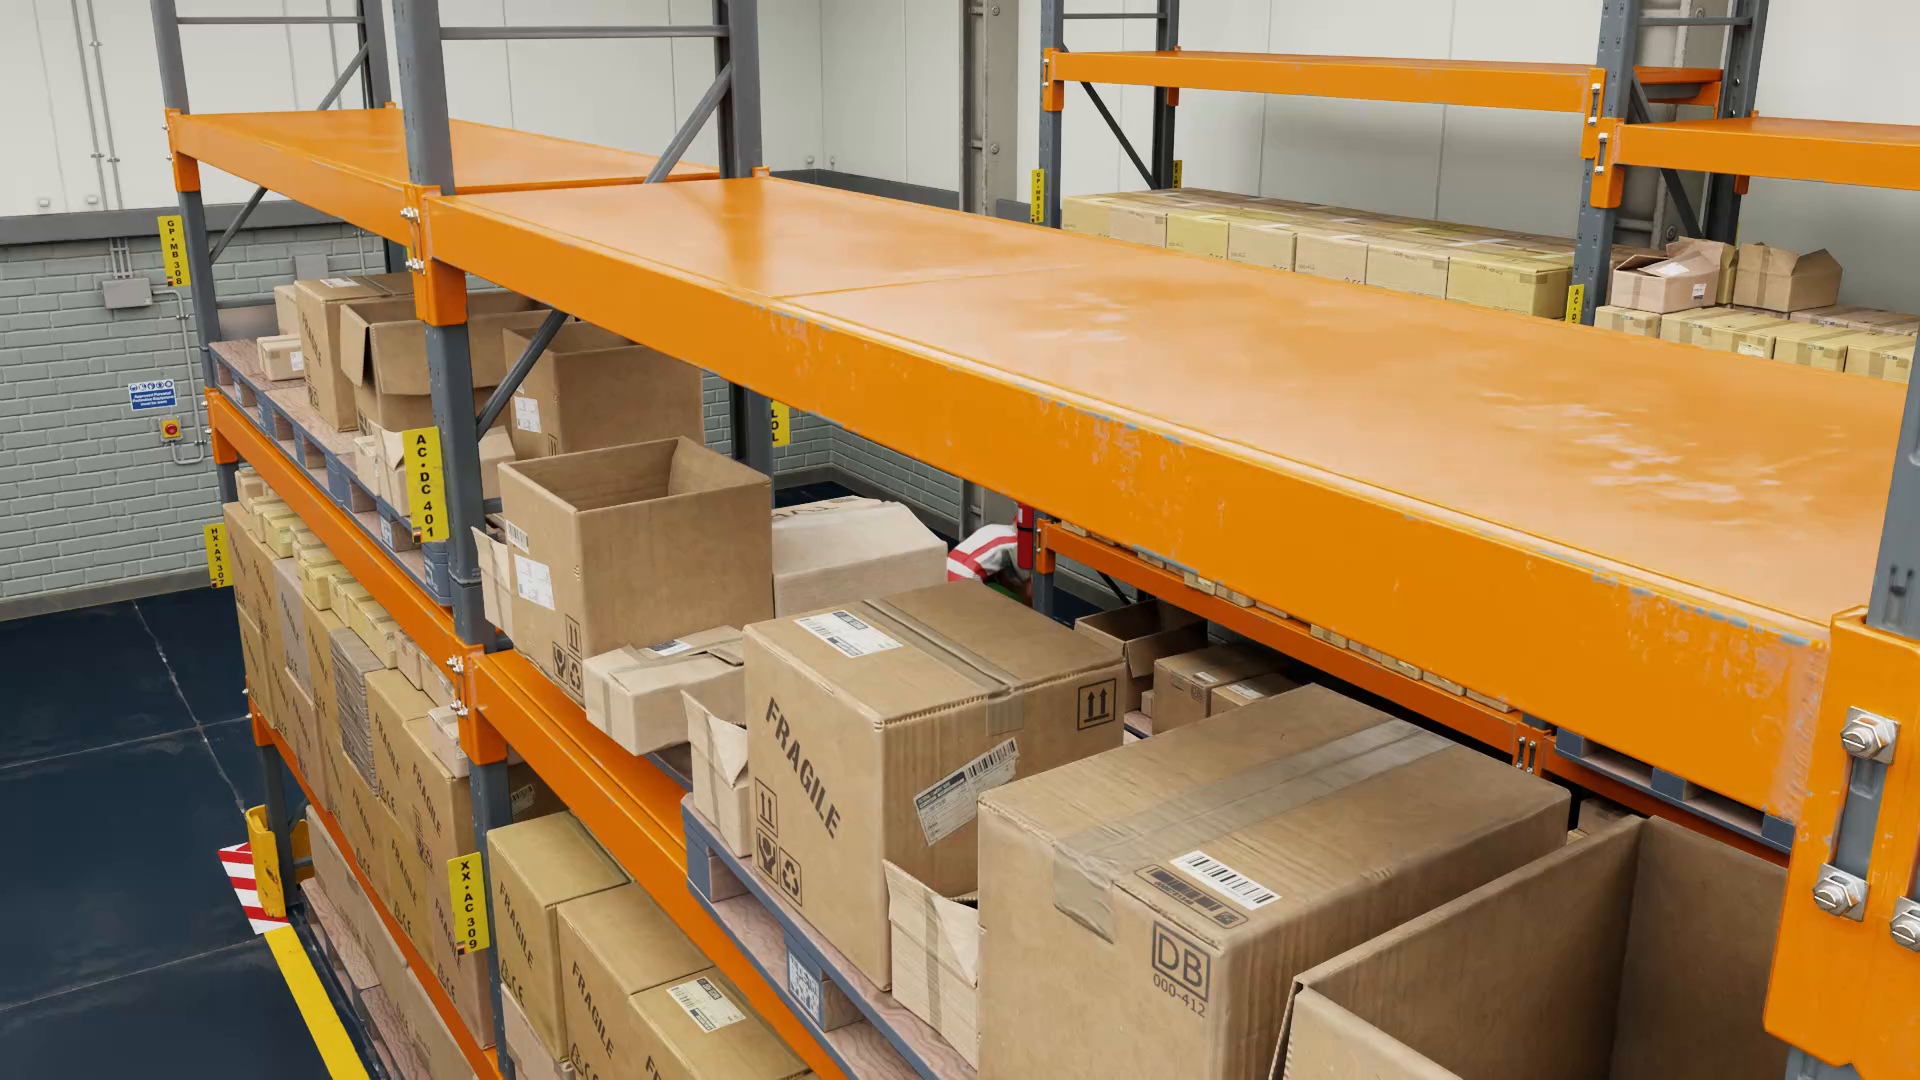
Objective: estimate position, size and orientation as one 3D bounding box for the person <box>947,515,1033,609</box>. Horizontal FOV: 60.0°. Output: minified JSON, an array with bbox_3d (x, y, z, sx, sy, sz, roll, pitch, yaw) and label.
[{"bbox_3d":[0.229,0.324,12.323,0.910,0.989,0.535,-11,21,-30],"label":"person"}]
